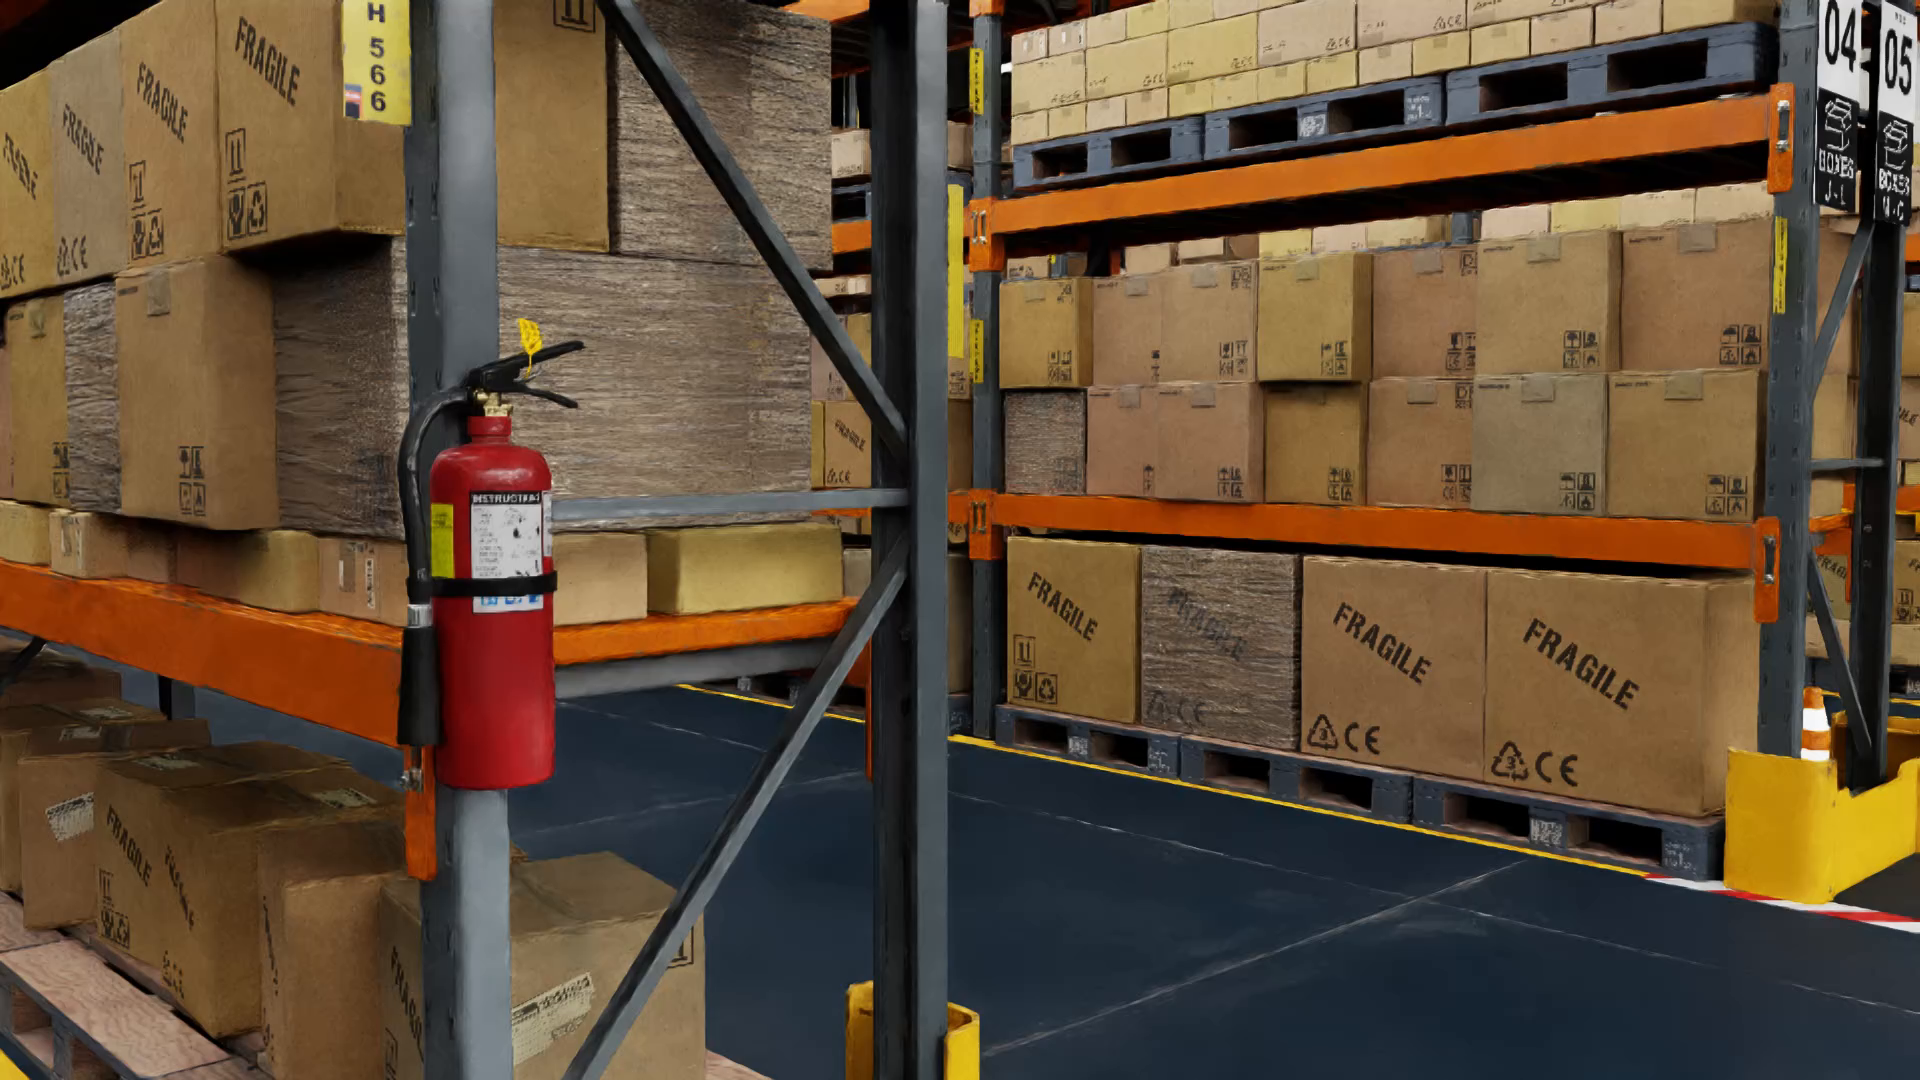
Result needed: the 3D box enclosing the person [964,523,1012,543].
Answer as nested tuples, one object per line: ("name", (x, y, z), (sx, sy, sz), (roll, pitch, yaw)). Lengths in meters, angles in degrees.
("person", (0.162, -0.066, 11.975), (0.703, 1.770, 0.697), (-1, 4, -11))
